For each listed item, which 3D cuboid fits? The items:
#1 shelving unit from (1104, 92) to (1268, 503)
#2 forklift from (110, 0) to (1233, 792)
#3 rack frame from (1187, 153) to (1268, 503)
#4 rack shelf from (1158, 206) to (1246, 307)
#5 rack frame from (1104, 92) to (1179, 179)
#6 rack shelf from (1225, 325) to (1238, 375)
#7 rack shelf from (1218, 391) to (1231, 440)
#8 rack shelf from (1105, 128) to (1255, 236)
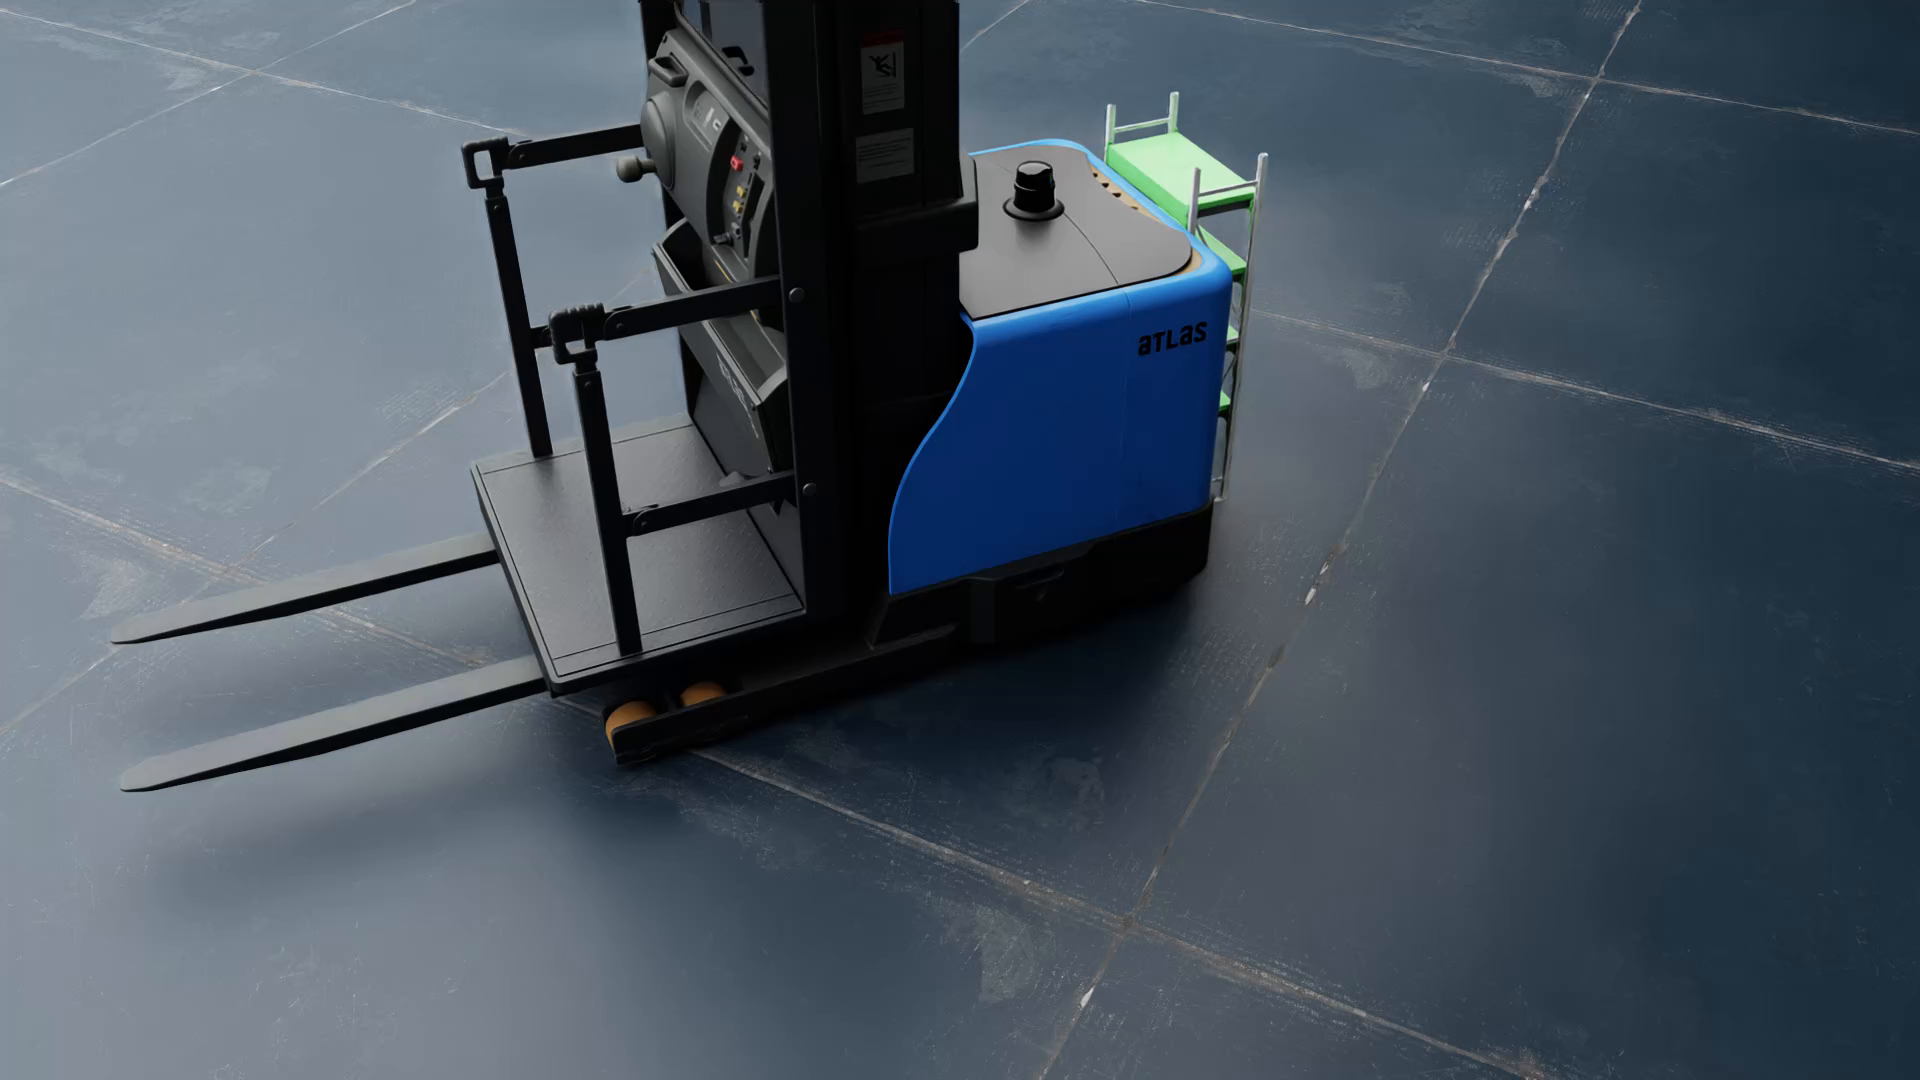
[{"bbox_3d":[0.656,-0.718,5.204,0.258,1.200,0.503,-16,40,-20],"label":"shelving unit"},{"bbox_3d":[-0.811,-0.936,4.058,3.031,2.935,1.130,-15,40,-19],"label":"forklift"},{"bbox_3d":[0.759,-0.584,5.027,0.240,1.200,0.015,-16,40,-20],"label":"rack frame"},{"bbox_3d":[0.656,-0.858,5.097,0.258,0.148,0.480,-16,40,-20],"label":"rack shelf"},{"bbox_3d":[0.554,-0.852,5.380,0.240,1.200,0.015,-16,40,-20],"label":"rack frame"},{"bbox_3d":[0.656,-0.667,5.242,0.258,0.148,0.480,-16,40,-20],"label":"rack shelf"},{"bbox_3d":[0.656,-0.476,5.387,0.258,0.148,0.480,-16,40,-20],"label":"rack shelf"},{"bbox_3d":[0.656,-1.049,4.952,0.258,0.148,0.480,-16,40,-20],"label":"rack shelf"}]
